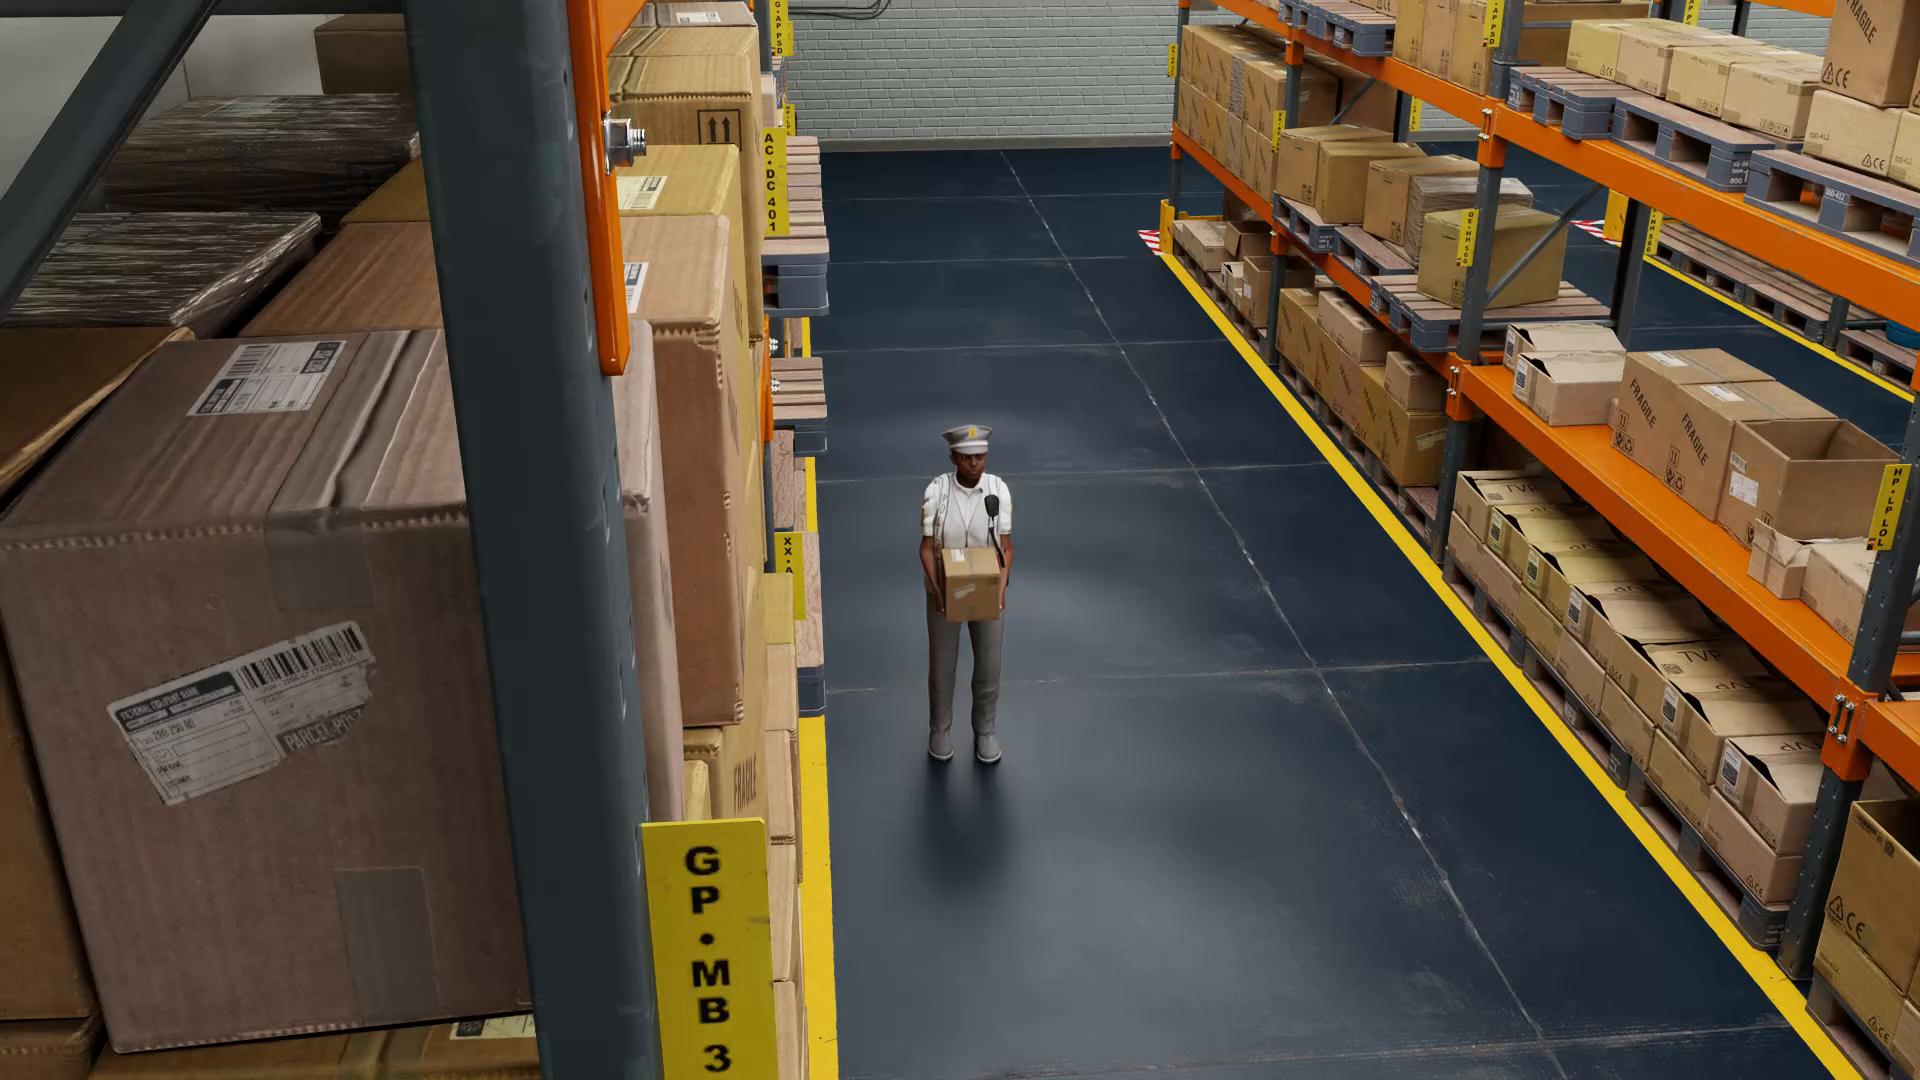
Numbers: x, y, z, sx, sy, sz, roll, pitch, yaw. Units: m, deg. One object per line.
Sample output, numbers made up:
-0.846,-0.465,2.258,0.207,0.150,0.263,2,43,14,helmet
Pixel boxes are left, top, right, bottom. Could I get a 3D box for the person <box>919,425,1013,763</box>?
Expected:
0.034,0.270,7.954,0.449,1.688,0.539,-2,24,-5,person
